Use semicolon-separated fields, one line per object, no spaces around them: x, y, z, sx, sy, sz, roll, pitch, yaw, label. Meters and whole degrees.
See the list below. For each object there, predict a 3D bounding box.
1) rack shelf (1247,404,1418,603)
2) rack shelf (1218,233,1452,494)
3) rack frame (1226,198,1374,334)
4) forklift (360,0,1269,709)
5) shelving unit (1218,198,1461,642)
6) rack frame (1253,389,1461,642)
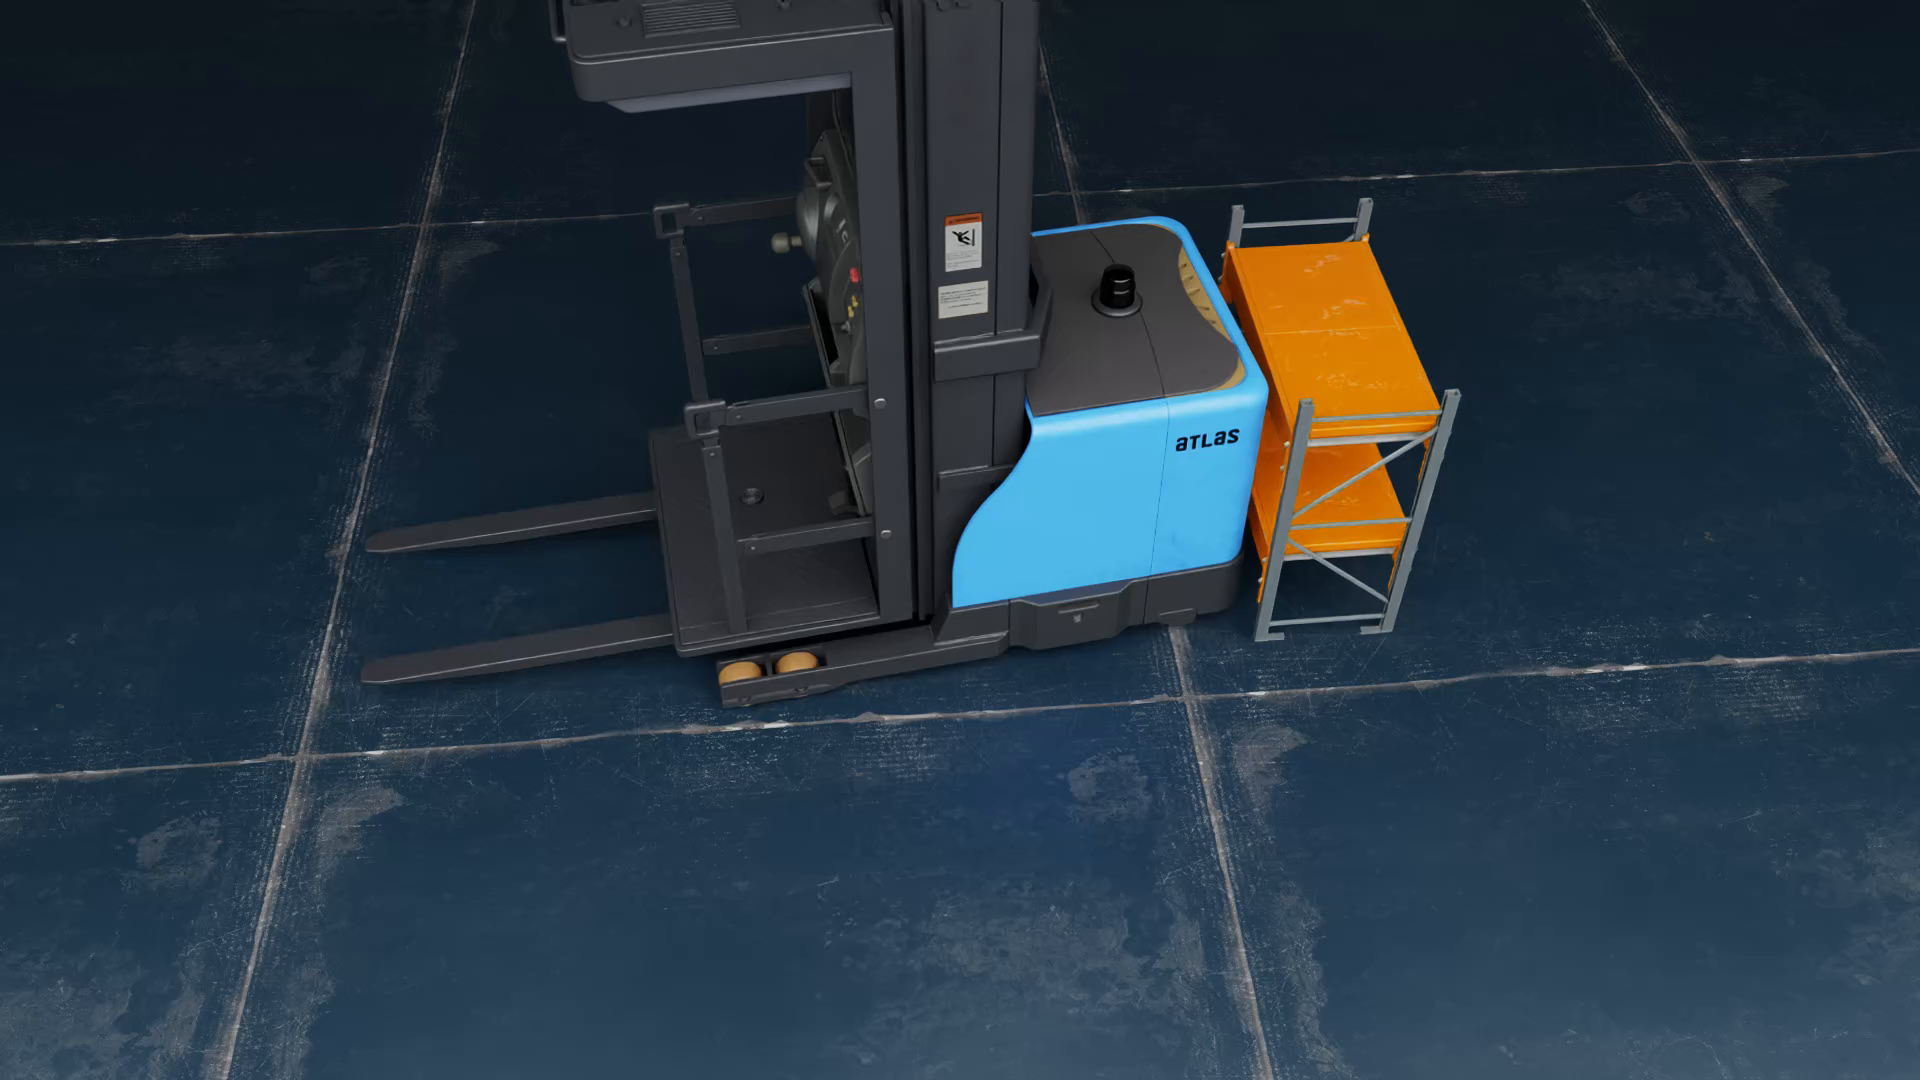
1.245;-0.252;6.050;0.538;0.278;1.000;-4;47;-4;rack shelf
1.246;-0.621;5.660;0.538;0.278;1.000;-4;47;-4;rack shelf
1.197;-0.787;6.220;0.500;1.125;0.032;-4;47;-4;rack frame
-0.576;-0.857;5.043;3.031;2.935;1.130;-9;47;-8;forklift
1.245;-0.420;5.872;0.538;1.125;1.048;-4;47;-4;shelving unit
1.294;-0.052;5.525;0.500;1.125;0.032;-4;47;-4;rack frame
